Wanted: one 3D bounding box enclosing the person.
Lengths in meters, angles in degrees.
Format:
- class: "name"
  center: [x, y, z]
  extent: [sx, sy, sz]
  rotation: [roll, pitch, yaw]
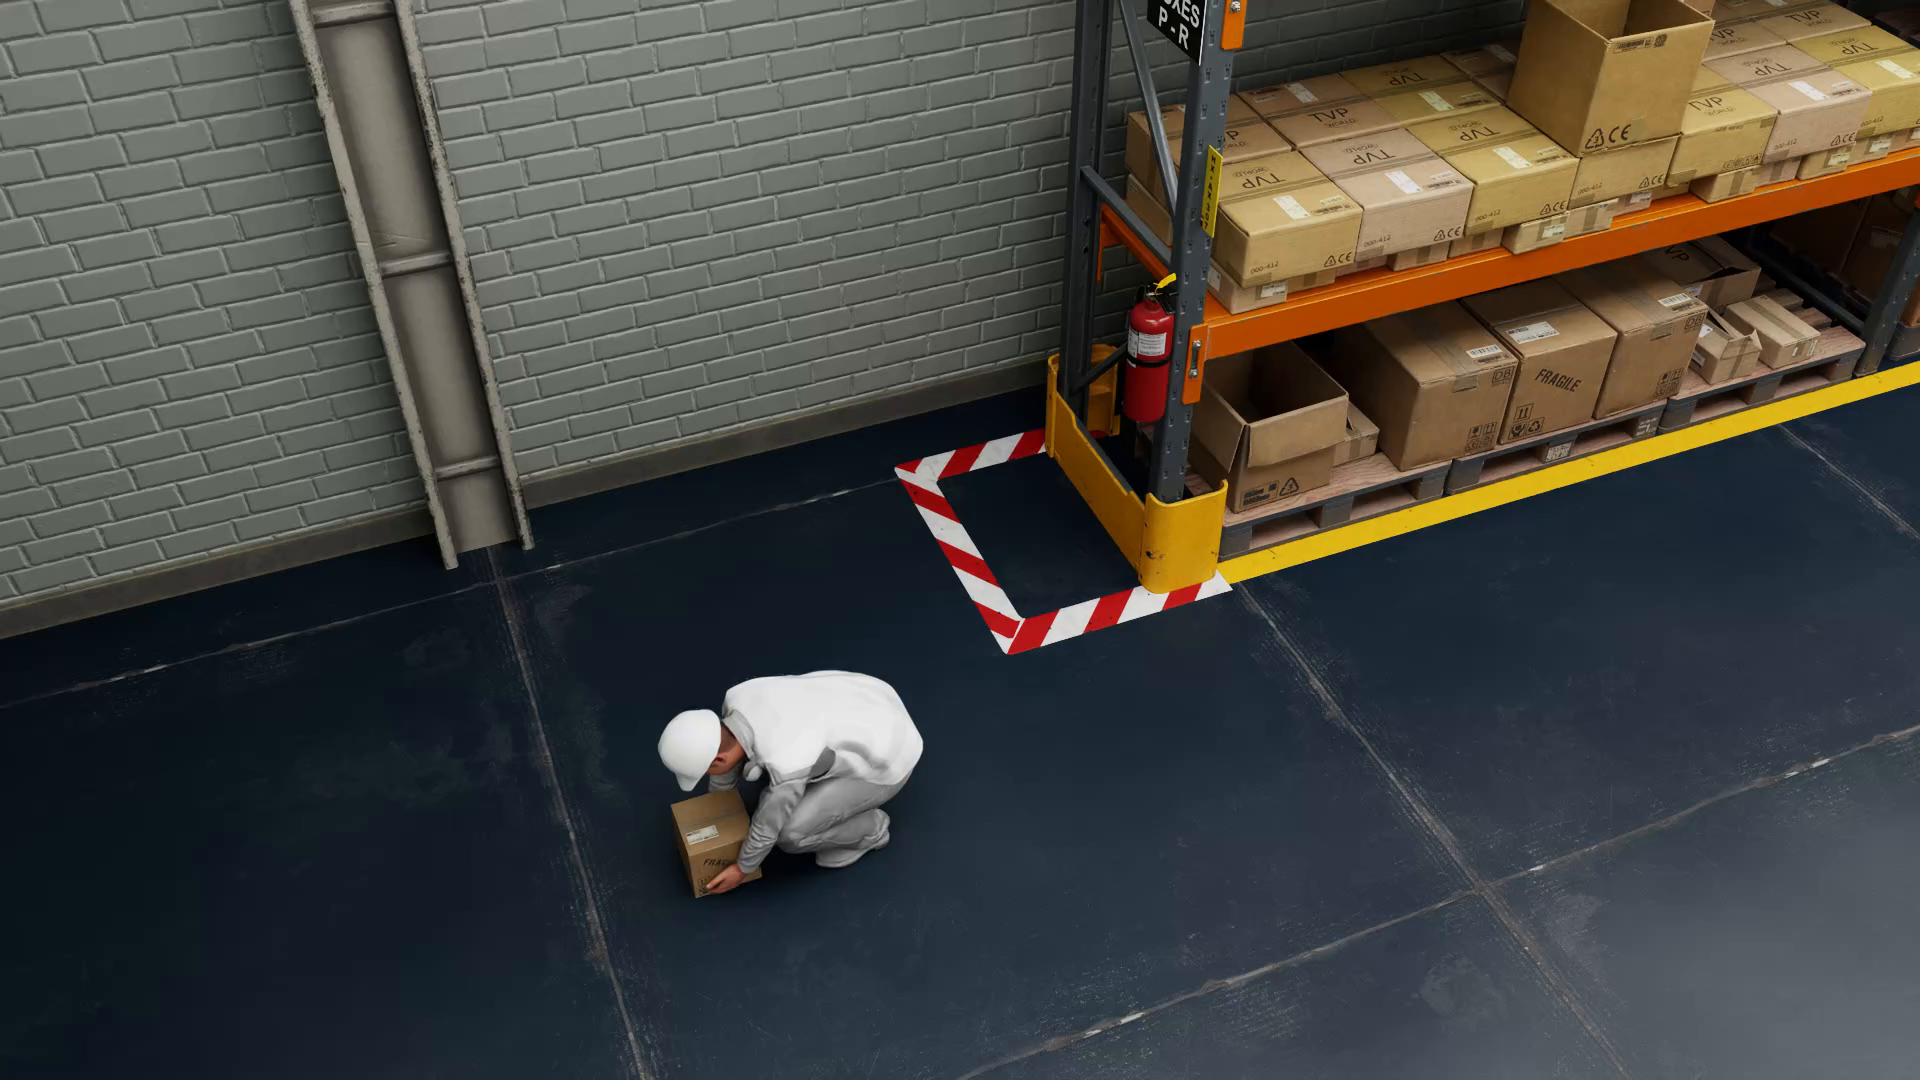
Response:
- class: "person"
  center: [-0.598, 0.805, 5.947]
  extent: [0.928, 0.869, 0.529]
  rotation: [-15, 44, -17]
